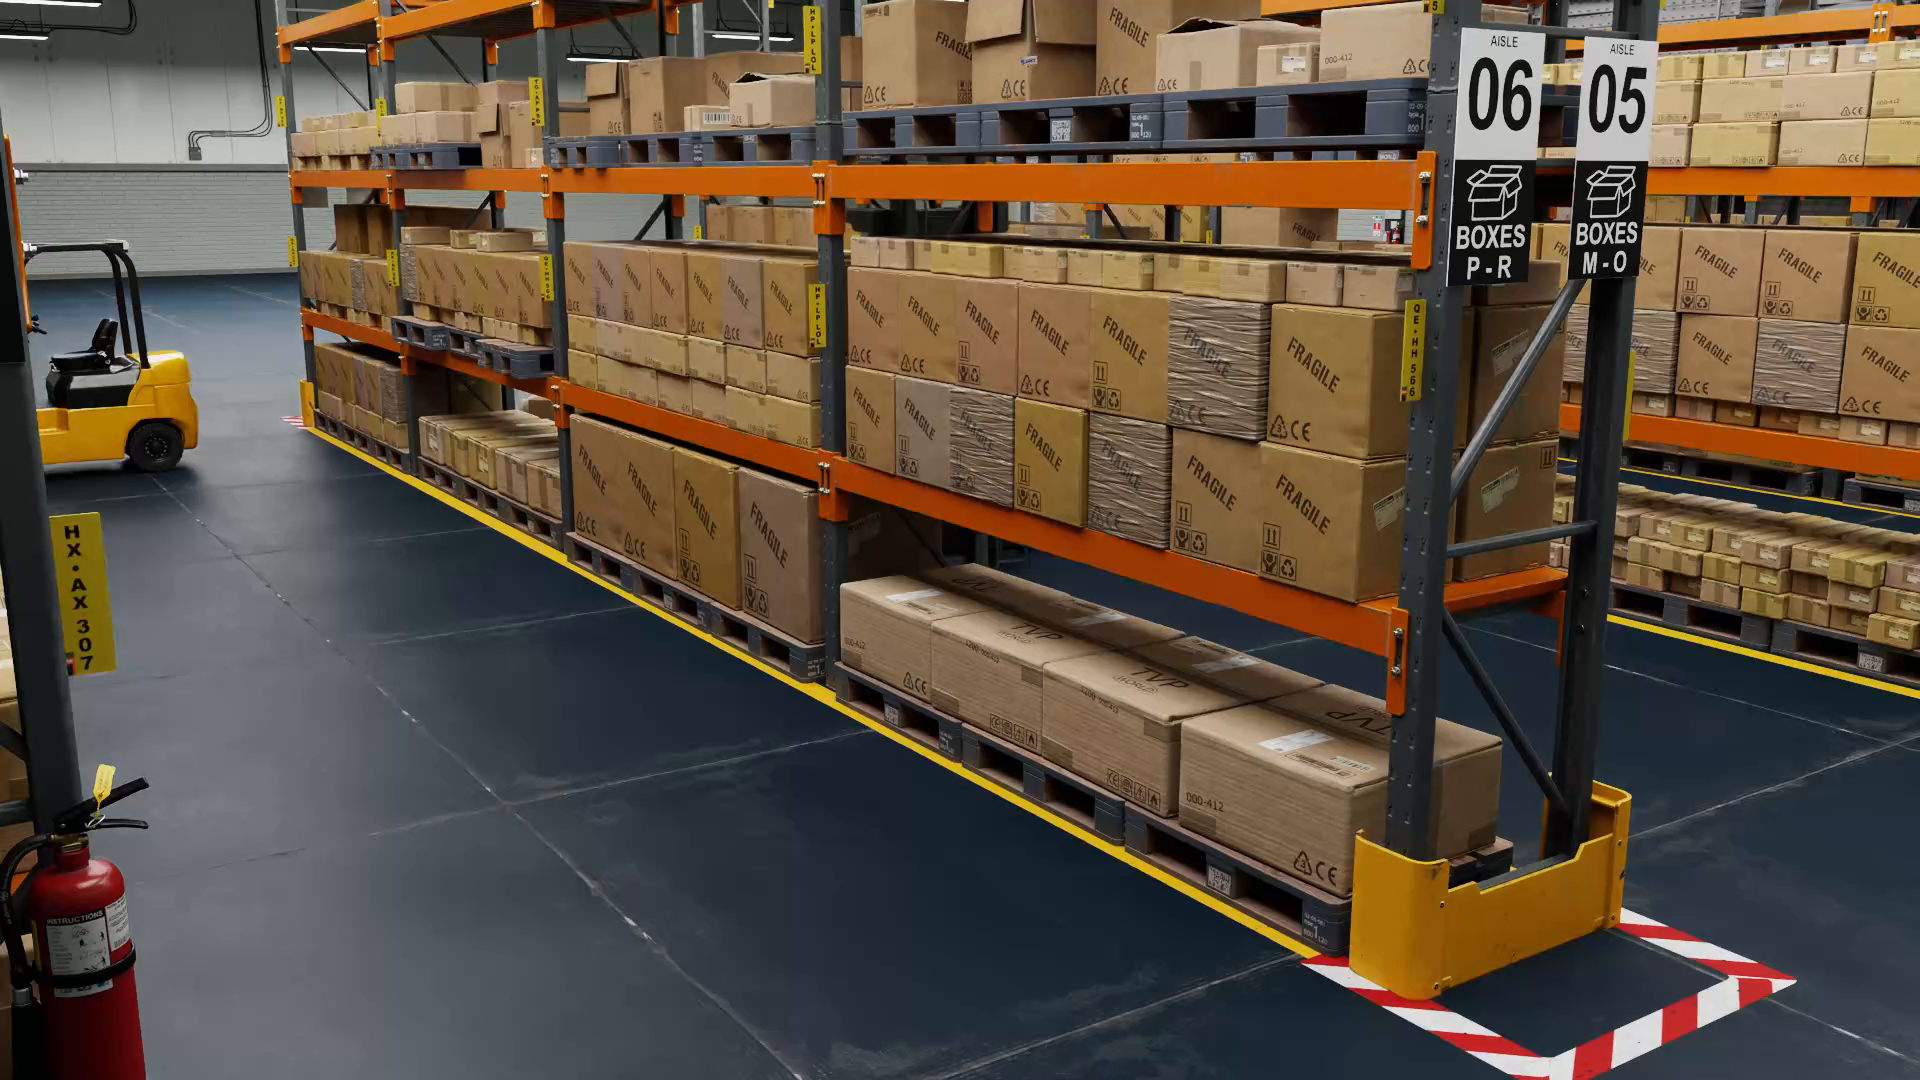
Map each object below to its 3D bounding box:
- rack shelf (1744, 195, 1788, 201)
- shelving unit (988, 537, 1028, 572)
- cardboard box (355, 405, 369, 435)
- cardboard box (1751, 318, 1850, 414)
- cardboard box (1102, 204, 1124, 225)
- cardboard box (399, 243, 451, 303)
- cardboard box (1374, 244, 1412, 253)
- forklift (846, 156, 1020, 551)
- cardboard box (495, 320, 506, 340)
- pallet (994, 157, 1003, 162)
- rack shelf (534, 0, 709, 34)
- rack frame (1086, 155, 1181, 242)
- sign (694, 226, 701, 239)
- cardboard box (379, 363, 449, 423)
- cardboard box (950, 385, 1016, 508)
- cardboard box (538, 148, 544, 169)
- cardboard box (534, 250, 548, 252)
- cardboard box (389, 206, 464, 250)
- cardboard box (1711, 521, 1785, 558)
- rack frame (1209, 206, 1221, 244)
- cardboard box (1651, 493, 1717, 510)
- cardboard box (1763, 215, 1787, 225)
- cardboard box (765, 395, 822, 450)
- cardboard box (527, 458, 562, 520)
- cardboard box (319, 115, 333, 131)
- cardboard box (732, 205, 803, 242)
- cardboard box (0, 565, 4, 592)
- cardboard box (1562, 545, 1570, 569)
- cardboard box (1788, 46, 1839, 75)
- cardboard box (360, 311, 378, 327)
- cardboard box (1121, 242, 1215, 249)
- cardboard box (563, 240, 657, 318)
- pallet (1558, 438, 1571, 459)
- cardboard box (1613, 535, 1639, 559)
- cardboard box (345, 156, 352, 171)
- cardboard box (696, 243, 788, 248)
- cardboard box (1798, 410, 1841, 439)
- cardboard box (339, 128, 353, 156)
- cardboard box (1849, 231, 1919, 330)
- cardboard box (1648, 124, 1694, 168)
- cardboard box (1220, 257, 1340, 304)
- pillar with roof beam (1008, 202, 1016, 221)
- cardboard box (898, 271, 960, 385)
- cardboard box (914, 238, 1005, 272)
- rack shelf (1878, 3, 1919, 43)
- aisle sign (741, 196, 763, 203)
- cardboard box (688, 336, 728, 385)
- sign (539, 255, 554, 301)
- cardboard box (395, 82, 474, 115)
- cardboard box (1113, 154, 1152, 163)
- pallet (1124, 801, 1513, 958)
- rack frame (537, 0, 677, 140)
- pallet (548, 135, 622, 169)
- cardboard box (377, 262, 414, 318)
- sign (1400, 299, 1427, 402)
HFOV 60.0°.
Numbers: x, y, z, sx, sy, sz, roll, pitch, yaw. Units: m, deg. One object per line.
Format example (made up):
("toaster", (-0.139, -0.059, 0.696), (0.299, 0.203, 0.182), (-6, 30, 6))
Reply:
("rack shelf", (8.759, -4.643, 21.735), (1.077, 0.370, 4.000), (-8, 15, -33))
("shelving unit", (0.283, -0.406, 11.909), (0.258, 1.200, 0.503), (-4, 13, -20))
("cardboard box", (-5.855, -1.245, 16.989), (0.500, 0.250, 0.500), (-8, 15, -32))
("cardboard box", (4.957, -1.020, 9.576), (0.500, 0.500, 0.500), (-8, 15, -33))
("cardboard box", (2.220, -4.296, 22.214), (0.500, 0.500, 0.500), (-8, 15, -33))
("cardboard box", (-4.702, -2.408, 14.937), (0.500, 0.500, 0.500), (-8, 14, -31))
("cardboard box", (5.018, -3.020, 18.433), (0.700, 0.500, 0.500), (-6, 14, -24))
("forklift", (-0.263, -1.612, 13.374), (1.130, 2.935, 3.031), (-4, 13, -20))
("cardboard box", (-3.403, -1.652, 12.998), (0.380, 0.149, 0.250), (-9, 15, -35))
("pallet", (0.535, -3.698, 16.172), (1.003, 0.211, 1.213), (-7, 14, -30))
("rack shelf", (-1.398, -3.443, 10.160), (1.077, 0.370, 4.000), (-8, 15, -33))
("rack frame", (1.558, -2.018, 15.069), (1.000, 3.000, 0.127), (-8, 15, -33))
("sign", (-3.339, -3.838, 21.179), (0.100, 0.325, 0.005), (-8, 15, -33))
("cardboard box", (-5.274, -1.427, 16.065), (0.500, 0.500, 0.500), (-8, 15, -34))
("cardboard box", (0.297, -0.458, 7.701), (0.500, 0.500, 0.500), (-8, 15, -32))
("cardboard box", (-2.856, -2.788, 12.157), (0.380, 0.149, 0.250), (-8, 15, -33))
("cardboard box", (-3.158, -2.107, 13.560), (0.500, 0.500, 0.500), (-8, 15, -32))
("cardboard box", (-5.307, -3.098, 16.737), (0.700, 0.500, 0.500), (-8, 15, -34))
("cardboard box", (4.806, 0.000, 10.137), (0.380, 0.149, 0.250), (-9, 15, -35))
("rack frame", (3.527, -3.299, 20.925), (1.000, 3.000, 0.127), (-8, 15, -33))
("cardboard box", (4.812, -0.201, 11.055), (0.380, 0.149, 0.250), (-9, 15, -35))
("cardboard box", (14.827, -5.587, 29.937), (0.500, 0.500, 0.500), (-9, 15, -34))
("cardboard box", (-0.749, -0.680, 9.299), (0.500, 0.250, 0.500), (-9, 15, -34))
("cardboard box", (-2.811, -0.437, 13.009), (0.950, 0.372, 0.625), (-9, 15, -37))
("cardboard box", (-6.301, -4.245, 16.952), (0.380, 0.149, 0.250), (-8, 14, -31))
("cardboard box", (-2.319, -3.884, 20.724), (0.875, 0.550, 0.550), (-8, 15, -33))
("cardboard box", (-2.795, 0.233, 4.431), (0.500, 0.250, 0.500), (-8, 15, -34))
("cardboard box", (4.219, 0.108, 11.036), (0.380, 0.149, 0.250), (-8, 15, -34))
("cardboard box", (4.879, -2.682, 9.333), (0.380, 0.149, 0.250), (-8, 15, -32))
("cardboard box", (-5.720, -2.204, 16.509), (0.380, 0.149, 0.250), (-8, 15, -34))
("cardboard box", (0.950, -1.263, 7.524), (0.380, 0.149, 0.250), (-8, 15, -33))
("cardboard box", (-2.437, -1.835, 11.657), (0.500, 0.500, 0.500), (-9, 15, -35))
("pallet", (6.117, -1.076, 17.288), (1.003, 0.211, 1.213), (-8, 15, -33))
("cardboard box", (4.369, 0.011, 10.783), (0.380, 0.149, 0.250), (-7, 14, -30))
("cardboard box", (-5.929, -3.775, 16.668), (0.380, 0.149, 0.250), (-8, 15, -33))
("cardboard box", (-1.442, -1.711, 11.091), (0.500, 0.500, 0.500), (-8, 15, -33))
("cardboard box", (5.034, -0.682, 9.546), (0.380, 0.149, 0.250), (-9, 15, -35))
("cardboard box", (-5.743, -3.892, 16.271), (0.500, 0.250, 0.500), (-8, 15, -34))
("cardboard box", (5.249, -1.420, 9.063), (0.500, 0.500, 0.500), (-9, 15, -35))
("cardboard box", (4.369, -2.402, 10.156), (0.500, 0.250, 0.500), (-7, 14, -30))
("cardboard box", (1.187, -0.964, 6.156), (0.380, 0.149, 0.250), (-8, 15, -33))
("pillar with roof beam", (-2.091, -12.436, 48.667), (9.100, 9.000, 0.548), (-8, 15, -33))
("cardboard box", (0.046, -1.036, 8.005), (0.500, 0.500, 0.500), (-8, 15, -33))
("cardboard box", (0.001, -1.386, 8.086), (0.380, 0.149, 0.250), (-8, 15, -33))
("rack shelf", (9.068, -3.904, 12.271), (1.077, 0.370, 4.000), (-8, 15, -33))
("aisle sign", (-2.664, -4.759, 21.518), (0.394, 0.787, 0.004), (-8, 15, -33))
("cardboard box", (-1.312, -1.103, 10.065), (0.500, 0.250, 0.500), (-8, 14, -31))
("sign", (-2.953, -1.875, 11.891), (0.100, 0.325, 0.005), (-8, 15, -33))
("cardboard box", (-4.448, -3.728, 14.066), (0.500, 0.250, 0.500), (-8, 15, -34))
("cardboard box", (1.653, -3.399, 14.130), (0.500, 0.500, 0.500), (-8, 15, -33))
("pallet", (1.418, 1.238, 6.707), (1.003, 0.211, 1.213), (-8, 15, -33))
("rack frame", (-2.507, -4.345, 11.667), (1.000, 3.000, 0.127), (-8, 15, -33))
("pallet", (-2.106, -2.679, 11.513), (1.213, 0.211, 1.003), (-7, 14, -30))
("cardboard box", (-5.176, -2.369, 15.745), (0.500, 0.500, 0.500), (-9, 15, -34))
("sign", (1.466, -0.611, 5.370), (0.100, 0.325, 0.005), (-8, 15, -33))
